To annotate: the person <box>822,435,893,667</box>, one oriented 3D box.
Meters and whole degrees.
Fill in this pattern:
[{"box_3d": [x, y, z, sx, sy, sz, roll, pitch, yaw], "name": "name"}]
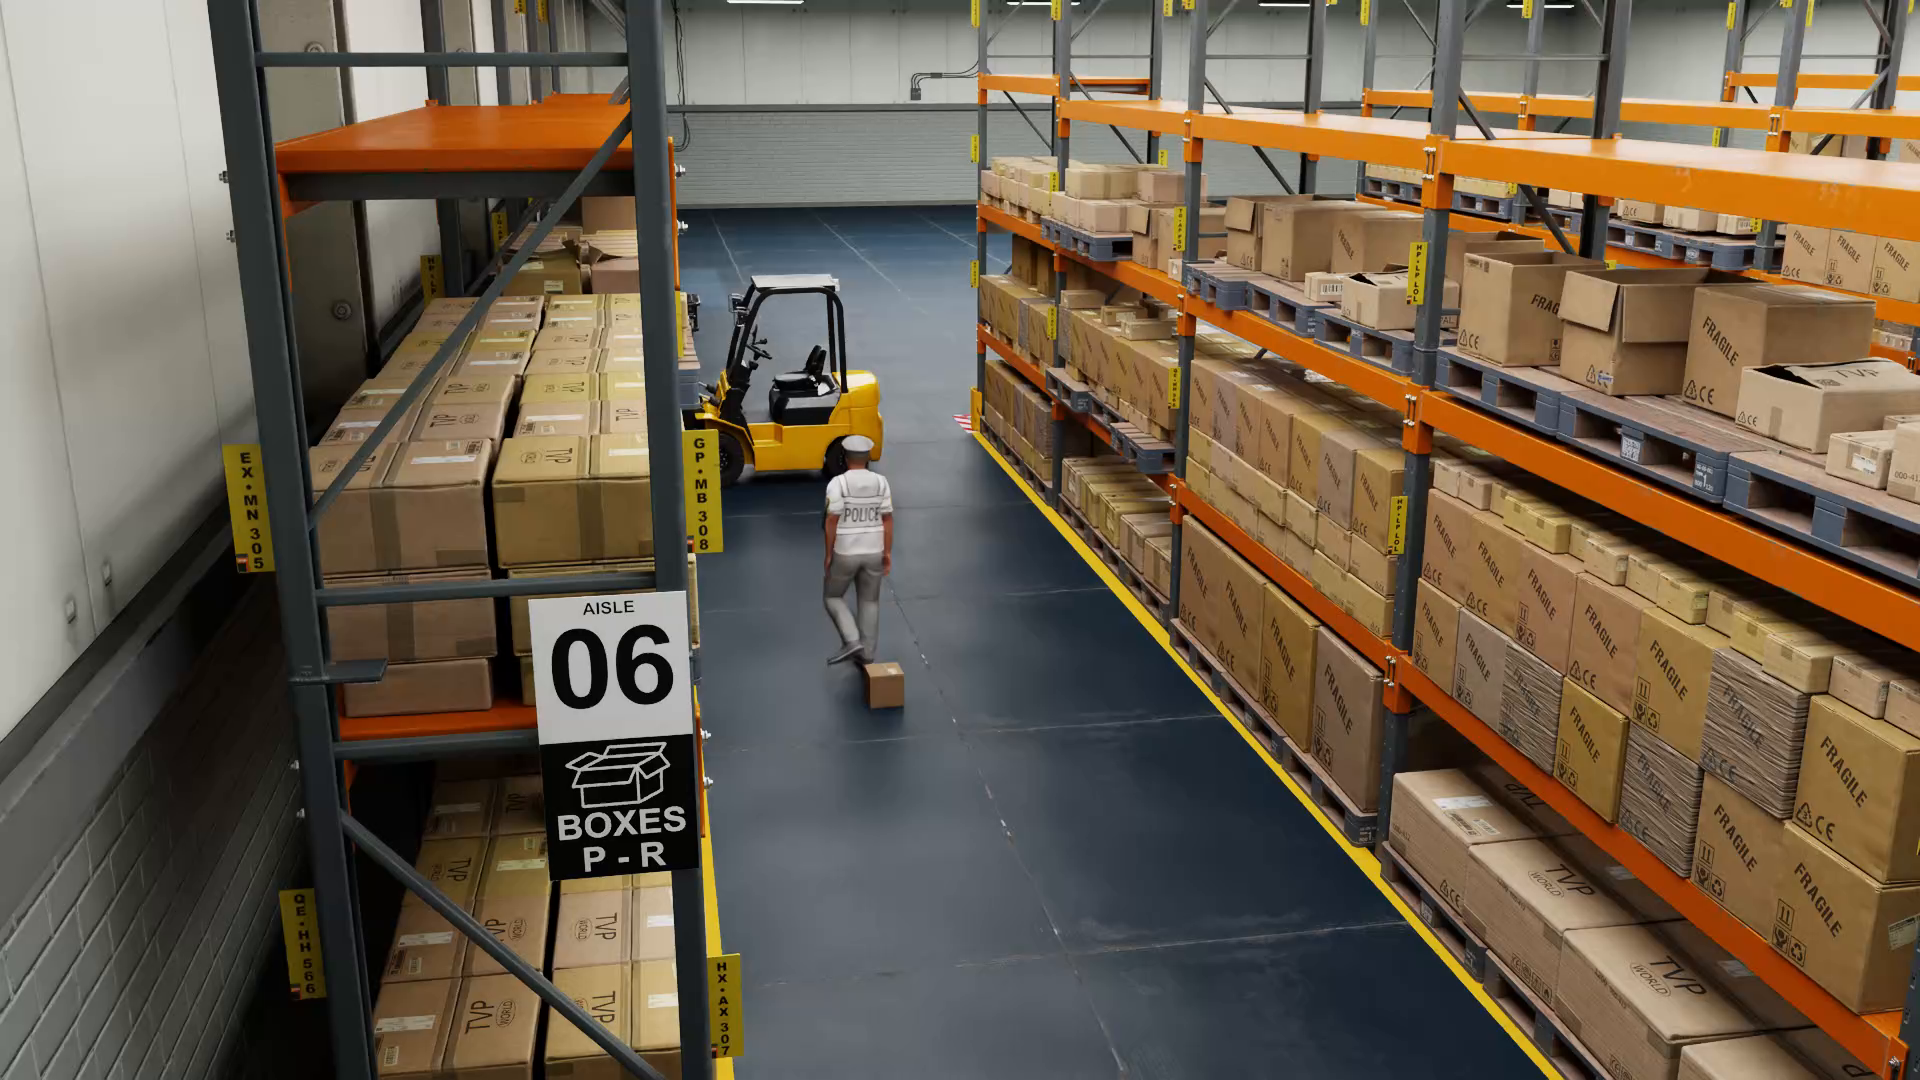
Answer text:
[{"box_3d": [-0.768, 0.108, 12.591, 0.580, 1.750, 0.500, -7, 18, -22], "name": "person"}]
